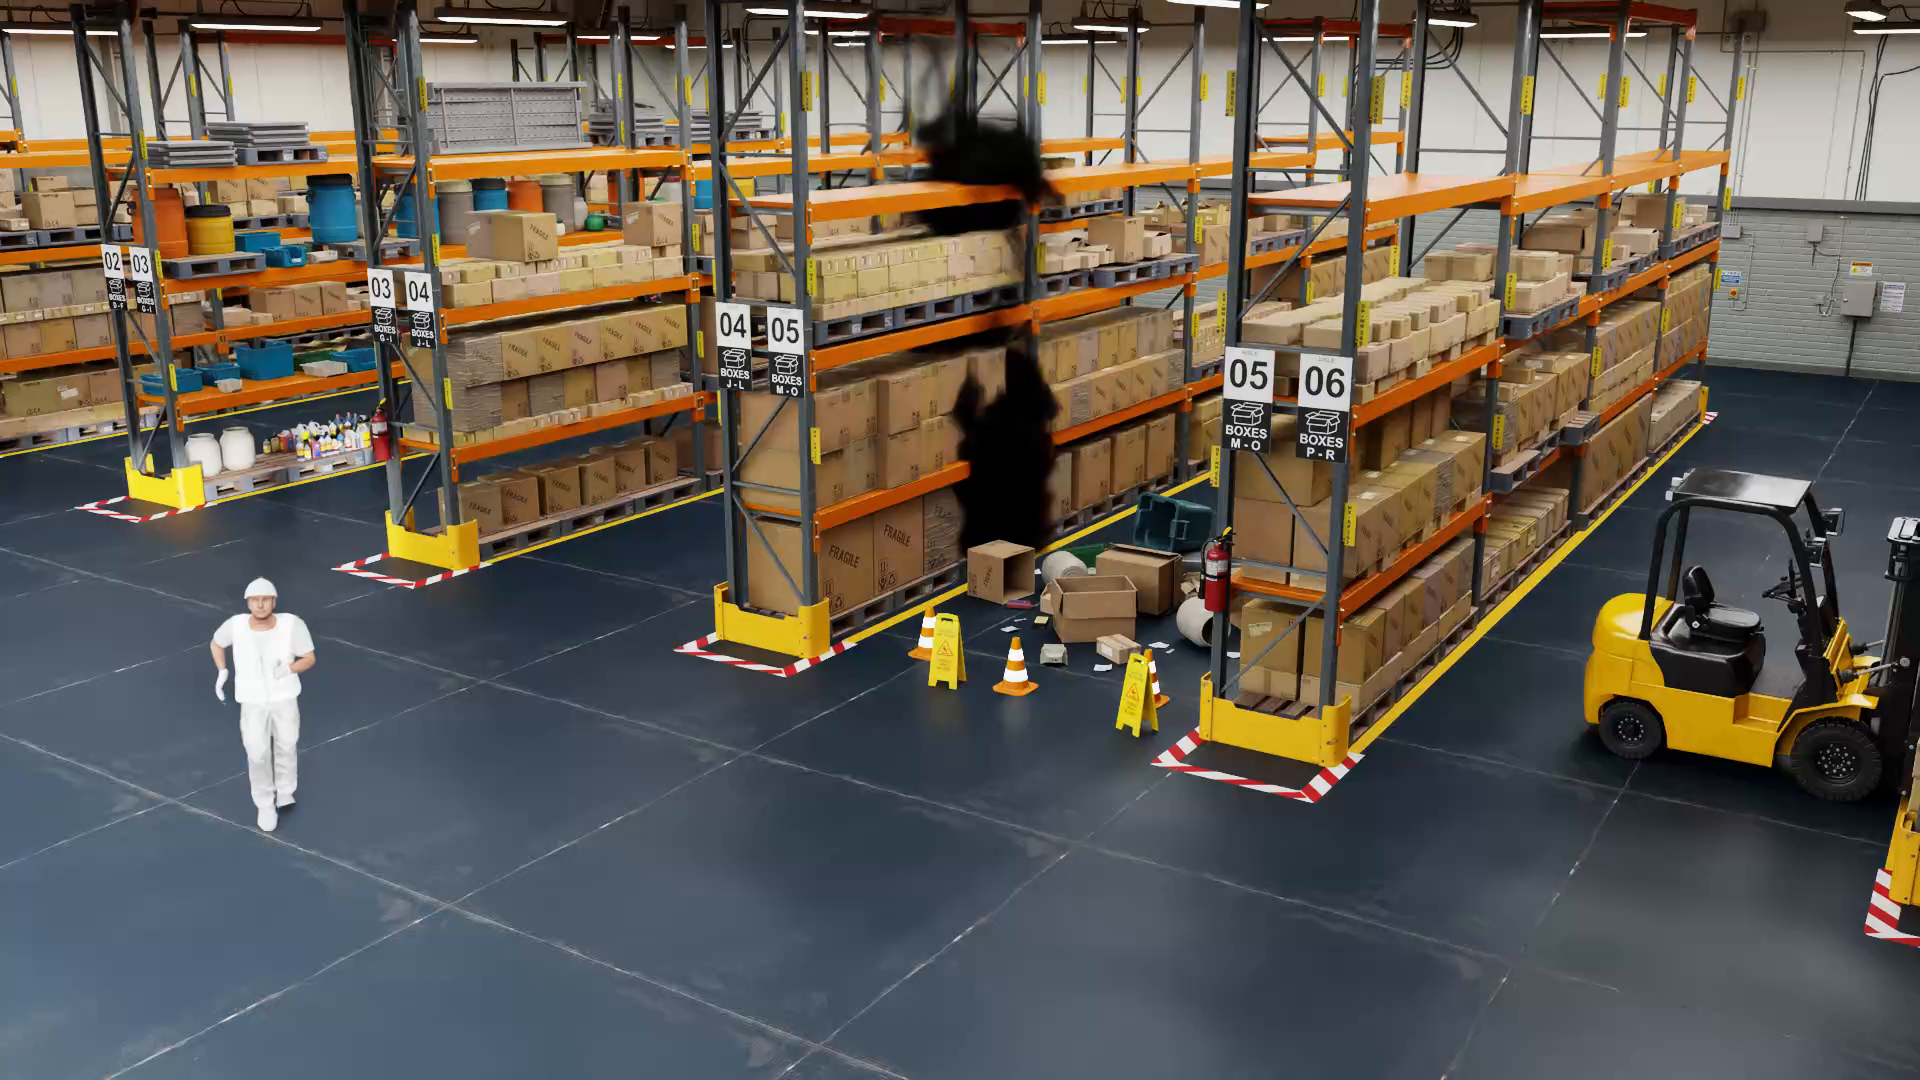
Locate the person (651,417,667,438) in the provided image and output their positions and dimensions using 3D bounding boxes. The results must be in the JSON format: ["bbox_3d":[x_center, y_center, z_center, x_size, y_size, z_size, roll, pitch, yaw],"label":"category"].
[{"bbox_3d":[-4.335,-2.014,23.311,0.556,1.756,0.714,9,18,29],"label":"person"}]

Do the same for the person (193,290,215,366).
[{"bbox_3d":[-12.943,-3.488,28.310,0.654,1.762,0.977,11,19,33],"label":"person"}]

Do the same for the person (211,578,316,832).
[{"bbox_3d":[-4.881,1.154,11.757,0.669,1.815,0.695,-7,17,-24],"label":"person"}]
